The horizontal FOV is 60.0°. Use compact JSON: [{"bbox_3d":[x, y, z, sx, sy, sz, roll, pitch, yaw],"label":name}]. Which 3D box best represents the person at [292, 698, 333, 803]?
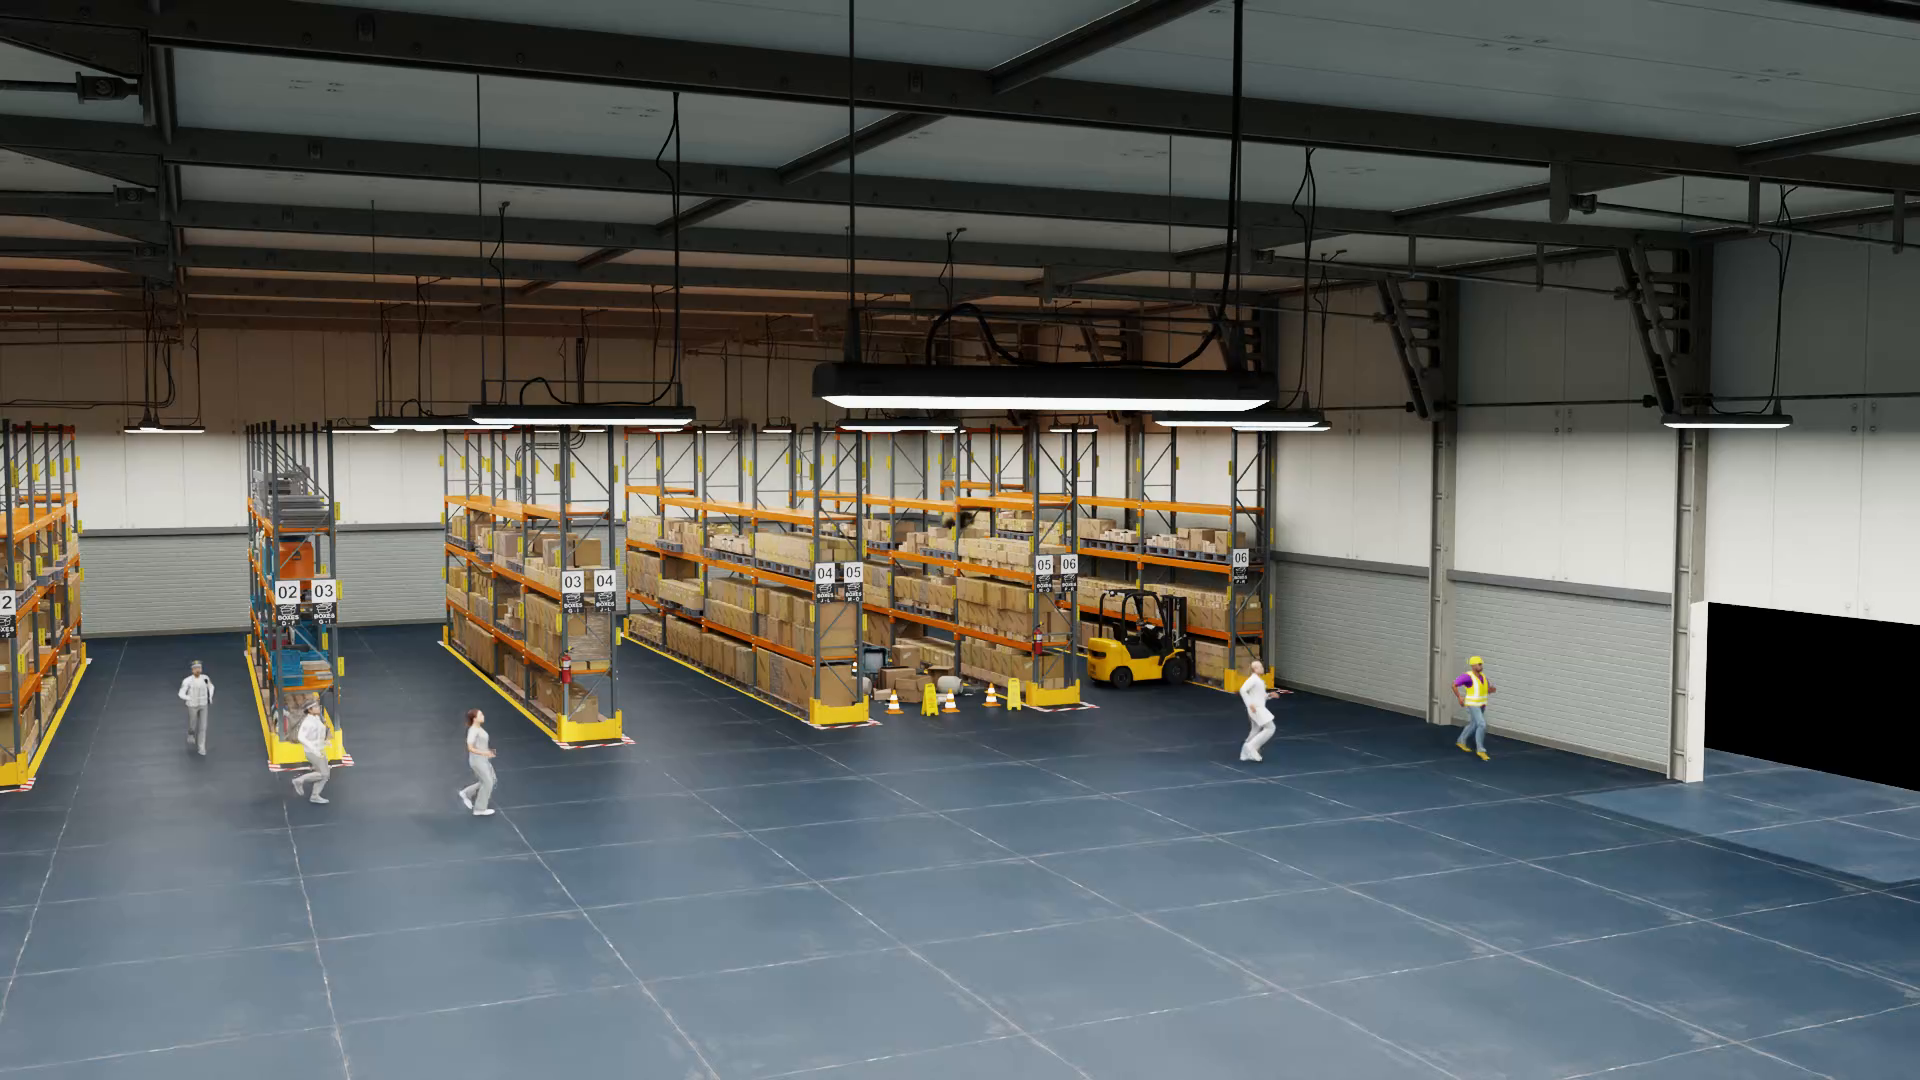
[{"bbox_3d":[-10.095,3.285,25.915,0.555,1.652,0.615,0,4,-4],"label":"person"}]

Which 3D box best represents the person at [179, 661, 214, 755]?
[{"bbox_3d":[-13.742,2.997,29.992,0.618,1.669,0.890,-3,4,-36],"label":"person"}]

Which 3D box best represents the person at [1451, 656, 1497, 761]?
[{"bbox_3d":[9.173,2.981,29.617,0.677,1.821,0.807,-3,5,-40],"label":"person"}]

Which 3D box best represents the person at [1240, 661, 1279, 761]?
[{"bbox_3d":[5.264,3.005,29.226,0.678,1.741,0.696,1,4,10],"label":"person"}]

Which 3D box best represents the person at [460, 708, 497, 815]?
[{"bbox_3d":[-7.274,3.345,25.077,0.588,1.610,0.561,0,4,-3],"label":"person"}]
